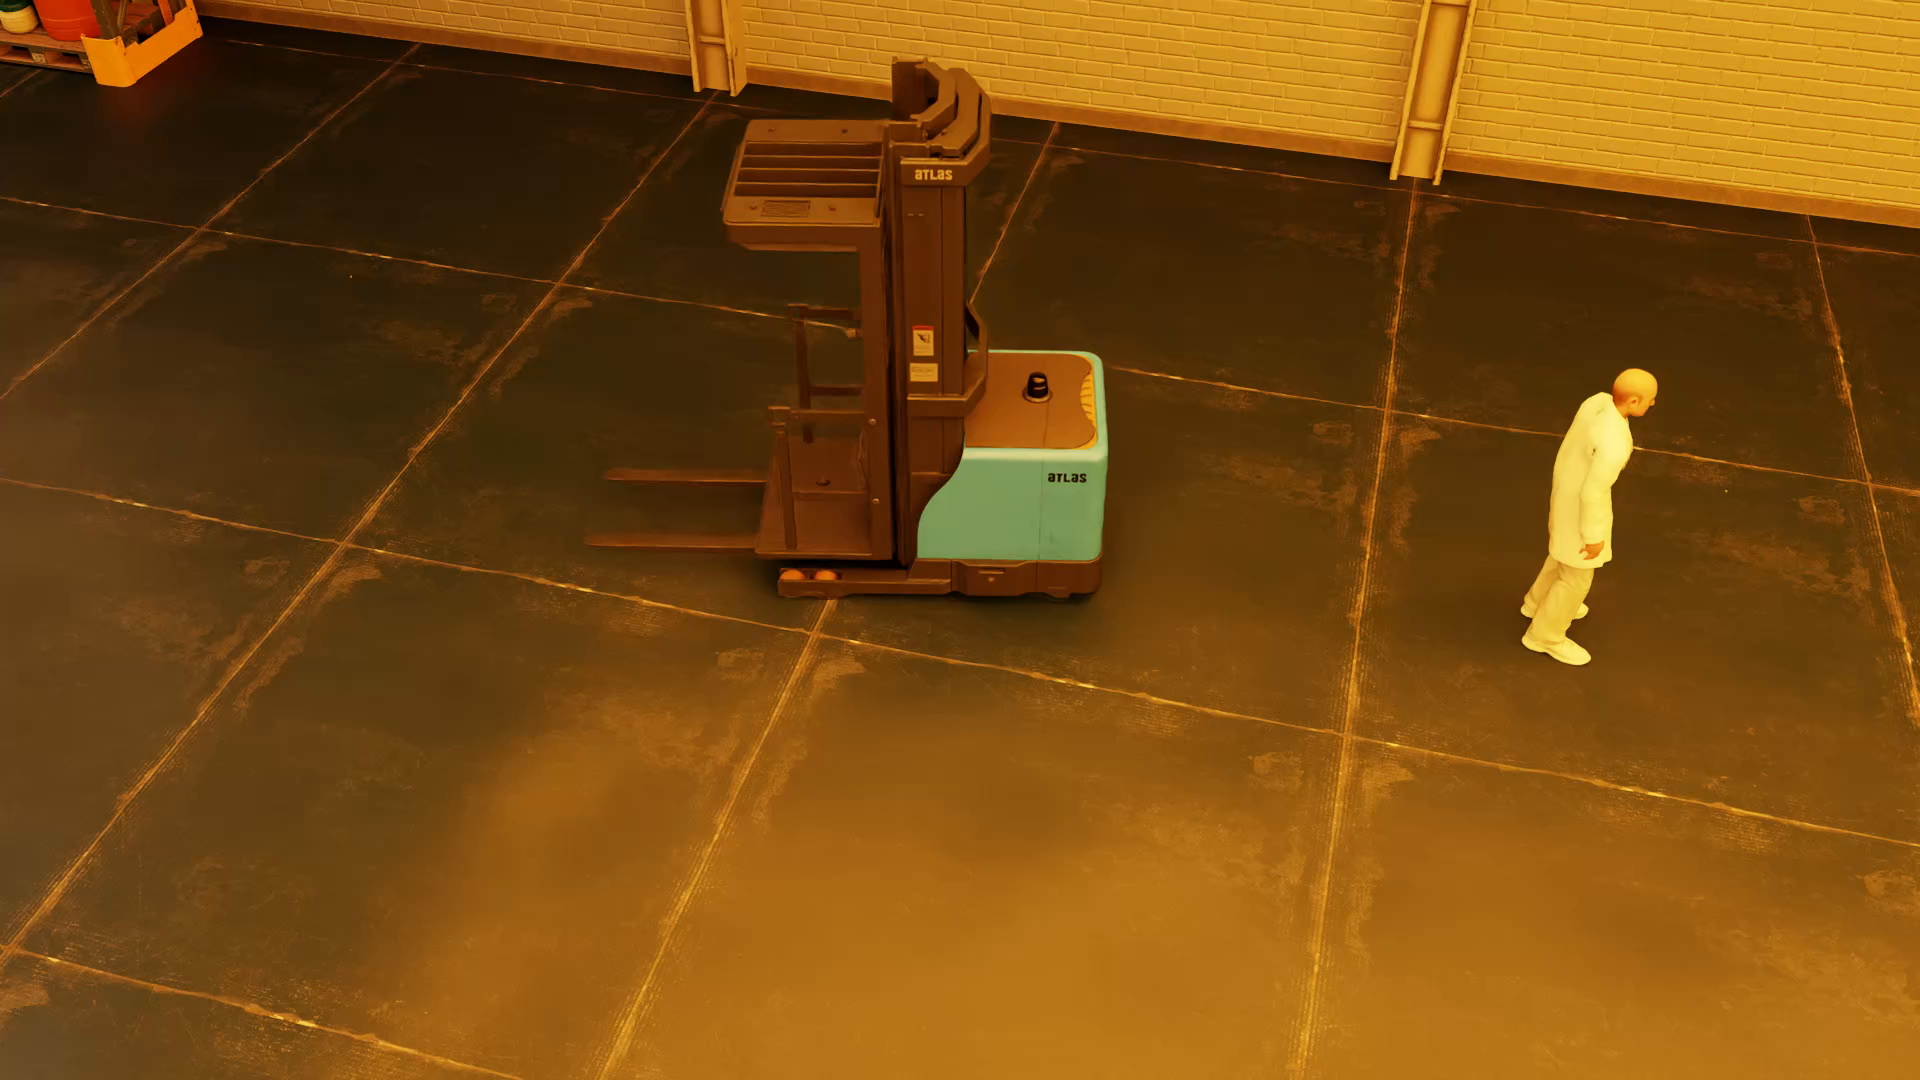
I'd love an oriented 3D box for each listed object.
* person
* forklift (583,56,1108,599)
[{"bbox_3d":[3.375,-0.166,8.926,0.423,1.767,0.633,8,42,9],"label":"person"},{"bbox_3d":[-0.683,-1.109,9.126,3.031,2.935,1.130,1,41,1],"label":"forklift"}]
